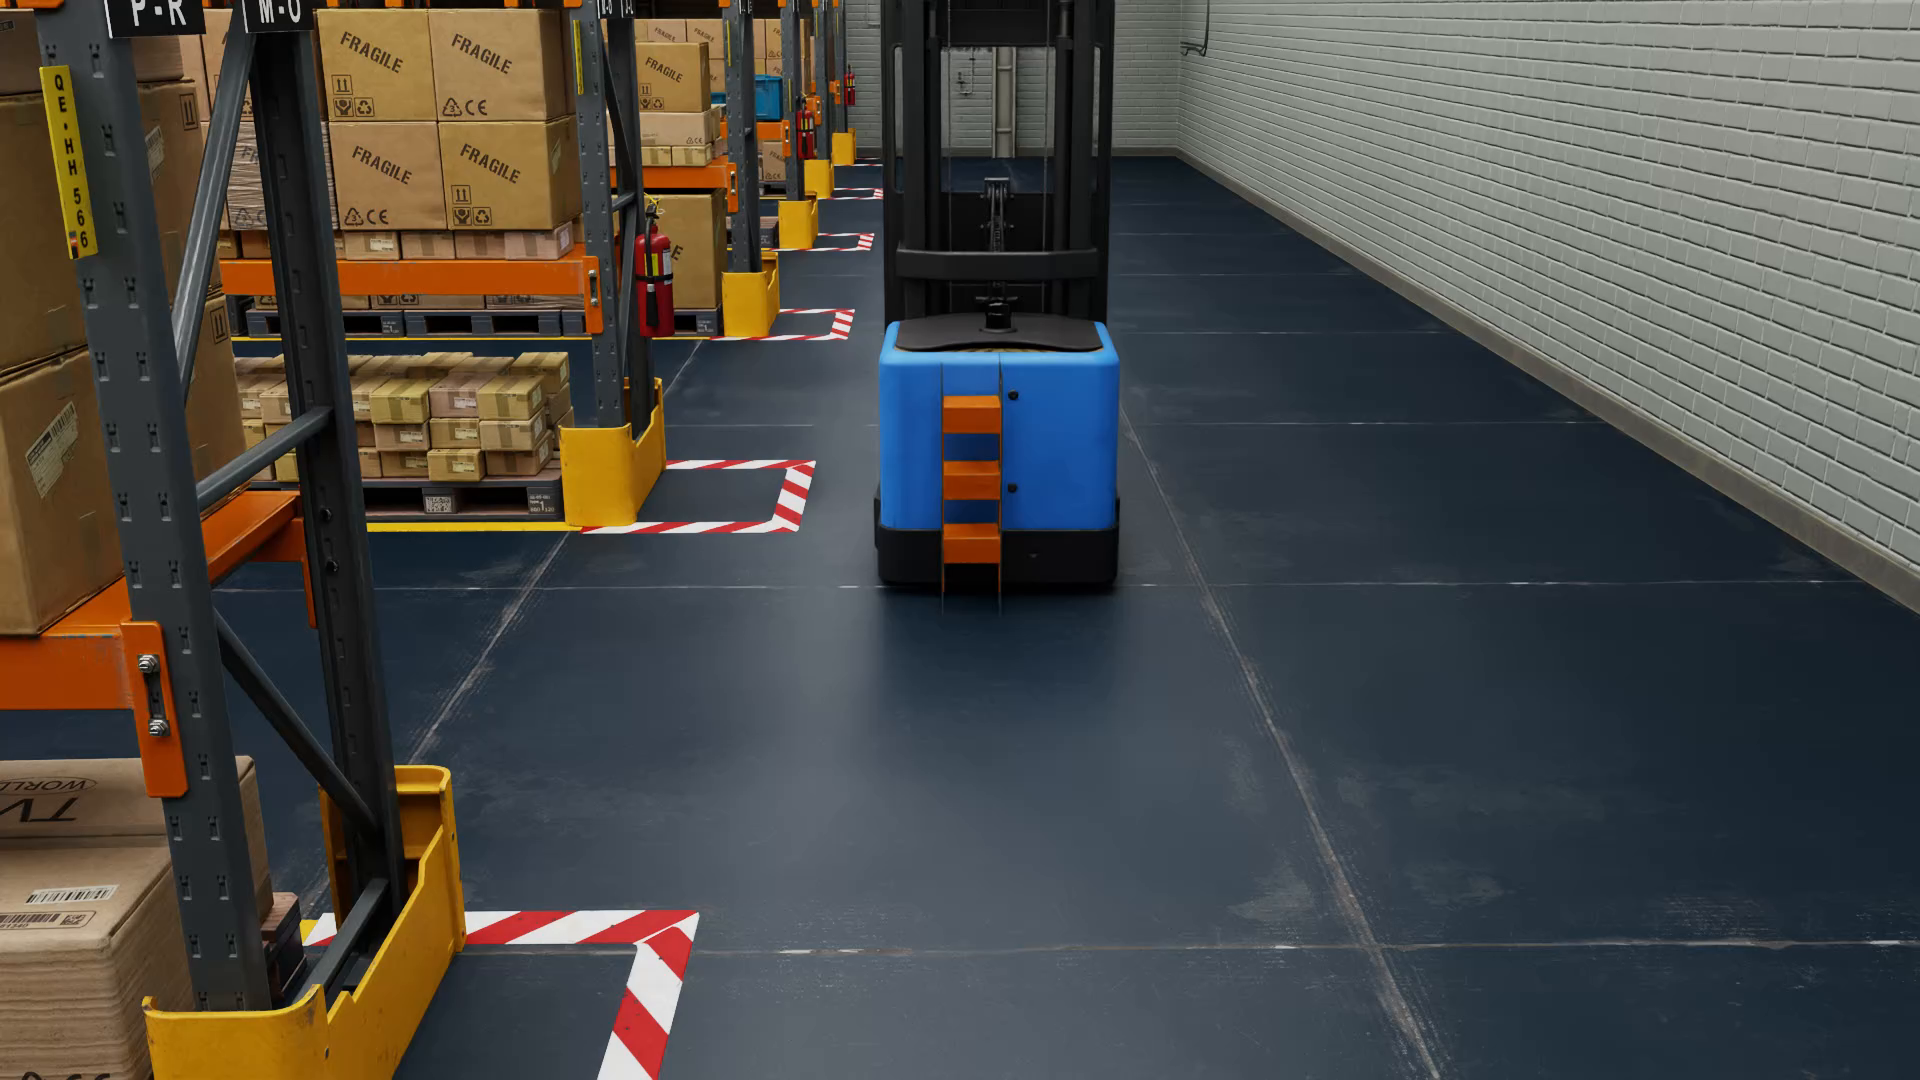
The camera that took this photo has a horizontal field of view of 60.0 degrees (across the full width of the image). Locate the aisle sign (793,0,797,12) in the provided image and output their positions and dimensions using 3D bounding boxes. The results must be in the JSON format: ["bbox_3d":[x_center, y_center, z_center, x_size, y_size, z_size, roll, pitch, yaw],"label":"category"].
[{"bbox_3d":[-1.710,-5.850,17.117,0.004,0.787,0.394,0,18,-1],"label":"aisle sign"}]

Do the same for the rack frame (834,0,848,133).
[{"bbox_3d":[-1.943,-7.727,27.224,0.127,3.000,1.000,0,18,-1],"label":"rack frame"}]

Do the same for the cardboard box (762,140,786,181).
[{"bbox_3d":[-2.400,-5.155,22.580,0.500,0.500,0.500,0,18,-1],"label":"cardboard box"}]

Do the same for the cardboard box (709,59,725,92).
[{"bbox_3d":[-3.322,-6.172,22.213,0.500,0.500,0.500,0,18,0],"label":"cardboard box"}]

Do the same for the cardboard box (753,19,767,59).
[{"bbox_3d":[-2.807,-6.649,22.063,0.500,0.500,0.500,0,18,1],"label":"cardboard box"}]

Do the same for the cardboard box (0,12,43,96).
[{"bbox_3d":[-1.907,-0.931,3.178,0.250,0.149,0.380,0,18,0],"label":"cardboard box"}]

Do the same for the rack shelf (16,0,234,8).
[{"bbox_3d":[-3.551,-1.238,3.262,4.000,0.370,1.077,0,18,-1],"label":"rack shelf"}]

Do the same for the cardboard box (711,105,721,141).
[{"bbox_3d":[-2.192,-3.339,13.303,0.500,0.250,0.500,-1,18,-2],"label":"cardboard box"}]

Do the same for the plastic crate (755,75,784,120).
[{"bbox_3d":[-2.118,-4.688,17.594,0.499,0.435,0.616,0,18,-1],"label":"plastic crate"}]

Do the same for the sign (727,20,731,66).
[{"bbox_3d":[-1.713,-3.687,12.346,0.005,0.325,0.100,0,18,-1],"label":"sign"}]

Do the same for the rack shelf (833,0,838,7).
[{"bbox_3d":[-3.942,-8.803,26.846,4.000,0.370,1.077,0,18,-1],"label":"rack shelf"}]

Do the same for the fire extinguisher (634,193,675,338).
[{"bbox_3d":[-1.472,-1.319,7.985,0.183,0.674,0.296,0,18,-1],"label":"fire extinguisher"}]

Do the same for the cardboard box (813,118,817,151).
[{"bbox_3d":[-2.641,-6.703,27.436,0.500,0.500,0.700,0,18,-1],"label":"cardboard box"}]

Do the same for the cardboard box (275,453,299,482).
[{"bbox_3d":[-3.276,-0.417,8.415,0.250,0.149,0.380,-1,18,-3],"label":"cardboard box"}]

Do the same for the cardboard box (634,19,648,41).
[{"bbox_3d":[-4.355,-6.640,22.034,0.500,0.500,0.500,-1,18,-2],"label":"cardboard box"}]

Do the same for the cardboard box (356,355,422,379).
[{"bbox_3d":[-3.034,-0.873,8.865,0.250,0.149,0.380,-1,18,-4],"label":"cardboard box"}]

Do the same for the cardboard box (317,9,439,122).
[{"bbox_3d":[-2.691,-2.258,7.887,0.500,0.500,0.500,-1,18,-3],"label":"cardboard box"}]

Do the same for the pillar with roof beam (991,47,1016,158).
[{"bbox_3d":[0.811,-9.546,23.073,0.400,9.000,9.100,0,18,-1],"label":"pillar with roof beam"}]

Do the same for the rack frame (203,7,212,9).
[{"bbox_3d":[-9.860,-6.175,22.387,0.127,3.000,1.000,0,18,-1],"label":"rack frame"}]

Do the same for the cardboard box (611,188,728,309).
[{"bbox_3d":[-2.347,-2.349,13.251,0.875,0.875,0.875,0,18,-1],"label":"cardboard box"}]

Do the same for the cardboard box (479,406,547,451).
[{"bbox_3d":[-2.254,-0.567,8.398,0.250,0.149,0.380,-1,18,-2],"label":"cardboard box"}]

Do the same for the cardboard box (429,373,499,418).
[{"bbox_3d":[-2.508,-0.735,8.434,0.250,0.149,0.380,0,18,0],"label":"cardboard box"}]

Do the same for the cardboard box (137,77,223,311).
[{"bbox_3d":[-2.036,-0.770,3.737,0.500,0.500,0.500,-1,18,-2],"label":"cardboard box"}]

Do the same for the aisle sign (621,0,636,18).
[{"bbox_3d":[-1.663,-3.003,8.242,0.004,0.787,0.394,0,18,-1],"label":"aisle sign"}]

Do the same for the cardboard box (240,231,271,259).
[{"bbox_3d":[-3.342,-1.486,8.181,0.250,0.149,0.380,-1,18,-3],"label":"cardboard box"}]

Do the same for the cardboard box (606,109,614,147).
[{"bbox_3d":[-2.696,-3.173,12.787,0.500,0.250,0.500,-1,18,-2],"label":"cardboard box"}]

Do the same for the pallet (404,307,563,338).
[{"bbox_3d":[-3.723,-1.828,13.400,1.213,0.211,1.003,0,18,-1],"label":"pallet"}]

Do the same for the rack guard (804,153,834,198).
[{"bbox_3d":[-1.937,-5.023,22.888,0.348,0.500,1.175,0,18,-1],"label":"rack guard"}]

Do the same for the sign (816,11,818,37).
[{"bbox_3d":[-1.872,-6.746,21.754,0.005,0.325,0.100,0,18,-1],"label":"sign"}]

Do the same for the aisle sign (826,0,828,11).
[{"bbox_3d":[-1.797,-7.542,22.391,0.004,0.787,0.394,0,18,-1],"label":"aisle sign"}]

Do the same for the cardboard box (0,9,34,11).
[{"bbox_3d":[-4.253,-2.247,7.854,0.500,0.500,0.500,0,18,0],"label":"cardboard box"}]

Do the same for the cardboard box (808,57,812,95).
[{"bbox_3d":[-2.309,-6.340,22.737,0.500,0.500,0.500,0,18,0],"label":"cardboard box"}]

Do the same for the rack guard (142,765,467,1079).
[{"bbox_3d":[-1.528,1.028,4.023,0.348,0.500,1.175,0,18,-1],"label":"rack guard"}]

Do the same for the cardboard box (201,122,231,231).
[{"bbox_3d":[-3.697,-1.776,8.022,0.500,0.500,0.500,1,18,2],"label":"cardboard box"}]

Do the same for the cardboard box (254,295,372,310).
[{"bbox_3d":[-5.046,-2.336,13.210,0.875,0.875,0.875,0,18,-1],"label":"cardboard box"}]

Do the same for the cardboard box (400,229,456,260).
[{"bbox_3d":[-2.552,-1.470,8.130,0.250,0.149,0.380,0,18,-1],"label":"cardboard box"}]

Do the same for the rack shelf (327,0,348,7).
[{"bbox_3d":[-11.941,-8.764,26.725,4.000,0.370,1.077,0,18,-1],"label":"rack shelf"}]

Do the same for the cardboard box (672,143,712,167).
[{"bbox_3d":[-2.059,-2.966,12.796,0.250,0.149,0.380,0,18,0],"label":"cardboard box"}]

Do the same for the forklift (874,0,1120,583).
[{"bbox_3d":[0.175,-1.604,8.249,1.130,2.935,3.031,0,18,0],"label":"forklift"}]

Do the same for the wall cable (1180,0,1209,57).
[{"bbox_3d":[3.718,-9.023,26.527,0.112,2.526,3.097,0,18,-1],"label":"wall cable"}]

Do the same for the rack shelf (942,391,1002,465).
[{"bbox_3d":[0.047,-0.466,6.880,0.240,0.259,0.215,0,19,-1],"label":"rack shelf"}]

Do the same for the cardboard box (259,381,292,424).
[{"bbox_3d":[-3.293,-0.695,8.309,0.250,0.149,0.380,0,18,1],"label":"cardboard box"}]

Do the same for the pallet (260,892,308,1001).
[{"bbox_3d":[-2.350,1.194,3.980,1.213,0.211,1.003,0,18,-1],"label":"pallet"}]

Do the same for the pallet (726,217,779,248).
[{"bbox_3d":[-2.611,-3.381,18.242,1.213,0.211,1.003,0,18,-1],"label":"pallet"}]

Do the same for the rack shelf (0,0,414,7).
[{"bbox_3d":[-7.785,-5.758,17.353,4.000,0.370,1.077,0,18,-1],"label":"rack shelf"}]

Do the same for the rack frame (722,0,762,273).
[{"bbox_3d":[-1.708,-3.188,13.076,0.127,3.000,1.000,0,18,-1],"label":"rack frame"}]

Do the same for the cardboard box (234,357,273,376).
[{"bbox_3d":[-3.825,-0.857,8.815,0.250,0.149,0.380,0,18,-1],"label":"cardboard box"}]

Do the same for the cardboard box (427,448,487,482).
[{"bbox_3d":[-2.509,-0.417,8.417,0.250,0.149,0.380,0,18,1],"label":"cardboard box"}]

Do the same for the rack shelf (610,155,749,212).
[{"bbox_3d":[-3.708,-2.836,13.156,4.000,0.370,1.077,0,18,-1],"label":"rack shelf"}]

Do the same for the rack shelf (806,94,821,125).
[{"bbox_3d":[-3.860,-5.862,22.588,4.000,0.370,1.077,0,18,-1],"label":"rack shelf"}]

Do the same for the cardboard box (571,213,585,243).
[{"bbox_3d":[-2.060,-1.652,8.698,0.250,0.149,0.380,0,18,-1],"label":"cardboard box"}]

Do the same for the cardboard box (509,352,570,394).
[{"bbox_3d":[-2.260,-0.900,8.948,0.250,0.149,0.380,-1,18,-3],"label":"cardboard box"}]

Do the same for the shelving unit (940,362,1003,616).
[{"bbox_3d":[0.047,-0.208,6.969,0.252,1.050,0.215,0,19,-1],"label":"shelving unit"}]

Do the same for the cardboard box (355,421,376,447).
[{"bbox_3d":[-3.044,-0.594,8.483,0.250,0.149,0.380,0,18,-2],"label":"cardboard box"}]

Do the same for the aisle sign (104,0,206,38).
[{"bbox_3d":[-1.475,-1.305,2.950,0.004,0.787,0.394,0,18,-1],"label":"aisle sign"}]

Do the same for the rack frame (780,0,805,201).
[{"bbox_3d":[-1.786,-4.701,17.792,0.127,3.000,1.000,0,18,-1],"label":"rack frame"}]

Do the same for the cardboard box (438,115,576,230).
[{"bbox_3d":[-2.176,-1.781,8.040,0.500,0.500,0.500,0,18,0],"label":"cardboard box"}]
